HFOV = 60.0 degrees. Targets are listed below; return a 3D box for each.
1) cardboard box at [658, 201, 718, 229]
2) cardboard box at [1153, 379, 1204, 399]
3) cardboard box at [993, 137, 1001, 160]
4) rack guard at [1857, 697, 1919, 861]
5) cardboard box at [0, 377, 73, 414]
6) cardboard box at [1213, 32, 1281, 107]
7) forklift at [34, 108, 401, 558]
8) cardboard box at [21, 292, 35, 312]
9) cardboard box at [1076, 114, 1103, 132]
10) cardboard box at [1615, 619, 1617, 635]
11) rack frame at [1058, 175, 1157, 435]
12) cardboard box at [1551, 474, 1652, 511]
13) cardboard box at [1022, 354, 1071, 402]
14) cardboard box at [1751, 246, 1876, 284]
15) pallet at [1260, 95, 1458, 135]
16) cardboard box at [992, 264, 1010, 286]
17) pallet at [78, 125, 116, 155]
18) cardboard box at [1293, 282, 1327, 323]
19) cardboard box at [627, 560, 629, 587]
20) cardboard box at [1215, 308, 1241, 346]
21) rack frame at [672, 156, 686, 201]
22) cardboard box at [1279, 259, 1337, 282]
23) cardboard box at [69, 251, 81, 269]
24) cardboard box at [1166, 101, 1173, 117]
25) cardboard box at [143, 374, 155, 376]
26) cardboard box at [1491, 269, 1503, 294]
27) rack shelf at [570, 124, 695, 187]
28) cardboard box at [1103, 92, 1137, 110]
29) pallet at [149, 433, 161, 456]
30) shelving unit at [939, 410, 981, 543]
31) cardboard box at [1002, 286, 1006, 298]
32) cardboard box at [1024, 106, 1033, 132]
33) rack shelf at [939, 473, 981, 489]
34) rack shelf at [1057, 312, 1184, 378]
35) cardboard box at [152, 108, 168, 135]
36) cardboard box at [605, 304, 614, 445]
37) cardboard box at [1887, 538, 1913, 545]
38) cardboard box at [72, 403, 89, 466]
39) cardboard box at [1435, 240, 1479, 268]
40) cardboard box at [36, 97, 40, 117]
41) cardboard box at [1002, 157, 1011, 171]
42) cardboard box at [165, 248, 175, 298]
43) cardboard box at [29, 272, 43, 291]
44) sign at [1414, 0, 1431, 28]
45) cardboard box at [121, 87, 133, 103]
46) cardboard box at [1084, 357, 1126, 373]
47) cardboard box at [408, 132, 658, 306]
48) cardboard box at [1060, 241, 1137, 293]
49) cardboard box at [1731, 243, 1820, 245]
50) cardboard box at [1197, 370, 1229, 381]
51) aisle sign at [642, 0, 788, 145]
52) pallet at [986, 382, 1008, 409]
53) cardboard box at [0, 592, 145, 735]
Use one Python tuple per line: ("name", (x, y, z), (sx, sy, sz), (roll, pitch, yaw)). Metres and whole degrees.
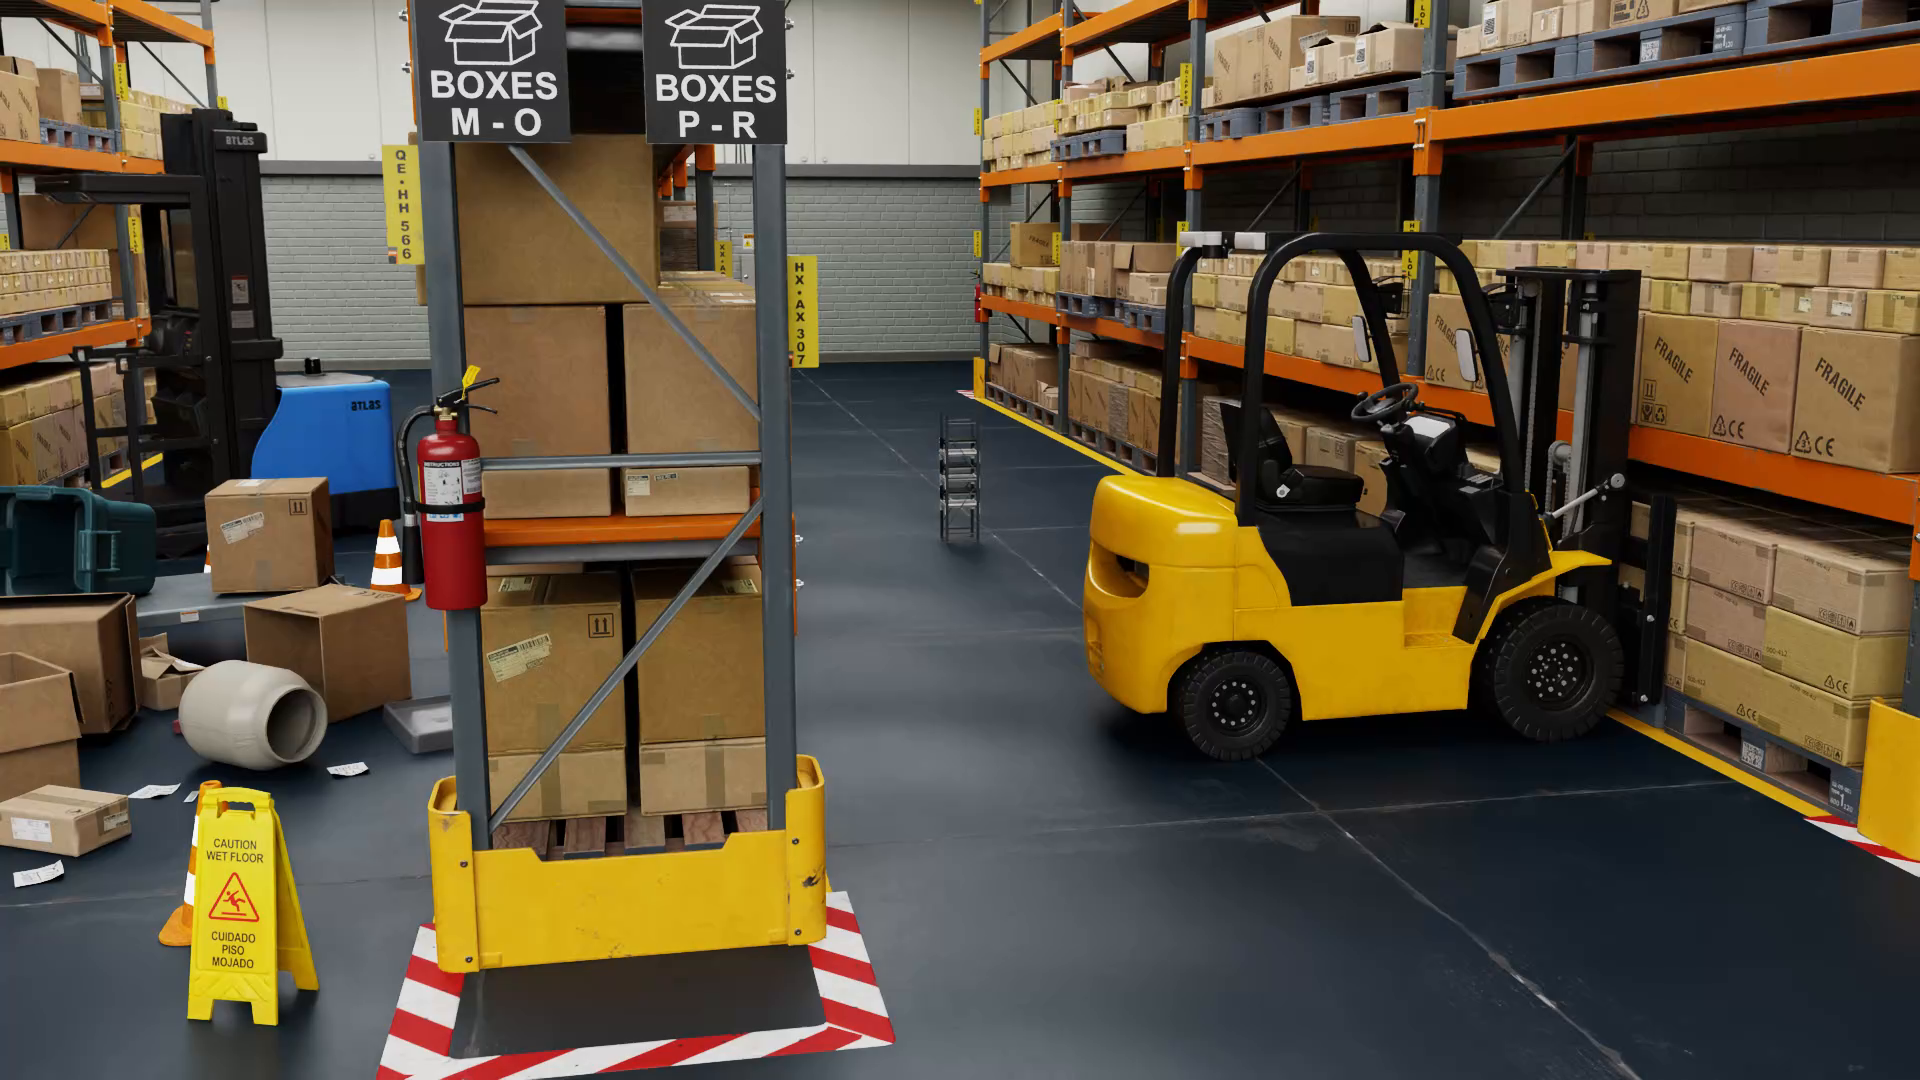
("cardboard box", (-1.521, -1.777, 9.090), (0.380, 0.149, 0.250), (-2, 11, -11))
("cardboard box", (1.886, -1.300, 14.331), (0.380, 0.149, 0.250), (-3, 11, -14))
("cardboard box", (0.695, -4.702, 19.961), (0.500, 0.250, 0.500), (-2, 11, -10))
("rack guard", (3.874, 0.827, 6.014), (1.175, 0.500, 0.348), (-2, 11, -11))
("cardboard box", (-7.469, -1.159, 13.320), (0.500, 0.250, 0.500), (-2, 11, -11))
("cardboard box", (2.215, -3.509, 12.429), (0.500, 0.500, 0.500), (-2, 11, -11))
("forklift", (-5.515, -1.405, 11.241), (3.031, 2.935, 1.130), (-9, 14, -41))
("cardboard box", (-7.493, -1.862, 13.005), (0.380, 0.149, 0.250), (-2, 11, -9))
("cardboard box", (1.331, -4.001, 15.956), (0.380, 0.149, 0.250), (-2, 11, -10))
("cardboard box", (3.169, 0.386, 7.875), (0.500, 0.250, 0.500), (-2, 11, -9))
("rack frame", (1.536, -2.606, 17.367), (1.000, 3.000, 0.127), (-2, 11, -11))
("cardboard box", (3.075, -0.200, 8.284), (0.500, 0.250, 0.500), (-2, 11, -9))
("cardboard box", (1.114, -1.854, 18.977), (0.700, 0.500, 0.500), (-3, 11, -13))
("cardboard box", (3.462, -1.117, 6.743), (0.380, 0.149, 0.250), (-2, 11, -11))
("pallet", (2.754, -2.927, 11.535), (1.003, 0.211, 1.213), (-2, 11, -8))
("cardboard box", (0.680, -3.227, 20.233), (0.500, 0.250, 0.500), (-2, 11, -10))
("pallet", (-8.153, -3.491, 14.493), (1.213, 0.211, 1.003), (-2, 11, -11))
("cardboard box", (2.544, -1.580, 11.037), (0.500, 0.250, 0.500), (-2, 11, -10))
("cardboard box", (-1.811, 0.034, 7.720), (0.500, 0.500, 0.500), (-2, 11, -9))
("cardboard box", (2.253, -1.616, 12.566), (0.500, 0.250, 0.500), (-2, 11, -12))
("rack frame", (-2.555, -1.691, 12.560), (1.000, 3.000, 0.127), (-2, 11, -11))
("cardboard box", (2.402, -1.840, 11.341), (0.380, 0.149, 0.250), (-2, 11, -13))
("cardboard box", (-7.746, -2.390, 14.190), (0.380, 0.149, 0.250), (-2, 11, -11))
("cardboard box", (1.951, -3.622, 14.016), (0.380, 0.149, 0.250), (-2, 11, -10))
("cardboard box", (-8.302, -1.636, 17.180), (0.380, 0.149, 0.250), (-3, 11, -13))
("cardboard box", (3.025, -1.344, 8.735), (0.380, 0.149, 0.250), (-2, 11, -11))
("rack shelf", (-2.166, -2.445, 10.420), (1.077, 0.370, 4.000), (-2, 11, -11))
("cardboard box", (1.521, -4.007, 15.189), (0.380, 0.149, 0.250), (-2, 11, -11))
("pallet", (-8.334, -0.978, 16.273), (1.003, 0.211, 1.213), (-2, 11, -11))
("shelving unit", (-0.002, -0.444, 11.620), (0.258, 0.900, 0.210), (-2, 11, -11))
("cardboard box", (0.722, -3.006, 20.137), (0.380, 0.149, 0.250), (-2, 11, -9))
("cardboard box", (1.004, -4.668, 18.443), (0.500, 0.250, 0.500), (-2, 11, -10))
("rack shelf", (-0.002, -0.411, 11.626), (0.258, 0.077, 0.200), (-2, 11, -11))
("rack shelf", (1.925, -1.886, 15.507), (1.077, 0.370, 4.000), (-2, 11, -11))
("cardboard box", (-8.203, -4.153, 16.536), (0.500, 0.250, 0.500), (-2, 11, -10))
("cardboard box", (-1.467, -0.601, 5.768), (0.500, 0.500, 0.500), (-2, 11, -11))
("cardboard box", (3.962, 0.153, 6.427), (0.500, 0.250, 0.500), (-2, 11, -12))
("cardboard box", (-7.582, -0.890, 13.911), (0.500, 0.500, 0.500), (-2, 11, -12))
("cardboard box", (2.863, -1.584, 9.196), (0.380, 0.149, 0.250), (-2, 11, -10))
("cardboard box", (-8.203, -3.693, 14.172), (0.500, 0.311, 0.500), (-2, 11, -12))
("cardboard box", (0.707, -4.431, 19.604), (0.380, 0.149, 0.250), (-2, 11, -11))
("cardboard box", (-8.183, -2.706, 16.827), (0.500, 0.500, 0.500), (-2, 11, -12))
("cardboard box", (-7.539, -2.054, 13.218), (0.380, 0.149, 0.250), (-2, 11, -12))
("sign", (2.561, -2.999, 9.186), (0.100, 0.325, 0.005), (-2, 11, -11))
("cardboard box", (-8.008, -4.181, 15.616), (0.380, 0.149, 0.250), (-3, 11, -13))
("cardboard box", (1.474, -1.780, 16.852), (0.380, 0.149, 0.250), (-2, 11, -13))
("cardboard box", (-1.312, -0.996, 5.171), (0.700, 0.500, 0.500), (-2, 11, -12))
("cardboard box", (1.410, -2.765, 16.809), (0.700, 0.500, 0.500), (-2, 11, -10))
("cardboard box", (3.741, -1.273, 7.566), (0.380, 0.149, 0.250), (-2, 11, -11))
("cardboard box", (2.305, -1.468, 15.216), (0.380, 0.149, 0.250), (-2, 11, -12))
("aisle sign", (-0.683, -1.501, 4.608), (0.394, 0.787, 0.004), (-2, 11, -11))
("pallet", (0.928, -1.810, 20.640), (1.003, 0.211, 1.213), (-2, 11, -11))
("cardboard box", (-4.014, 0.534, 7.180), (0.797, 0.637, 0.503), (-2, 11, -11))
